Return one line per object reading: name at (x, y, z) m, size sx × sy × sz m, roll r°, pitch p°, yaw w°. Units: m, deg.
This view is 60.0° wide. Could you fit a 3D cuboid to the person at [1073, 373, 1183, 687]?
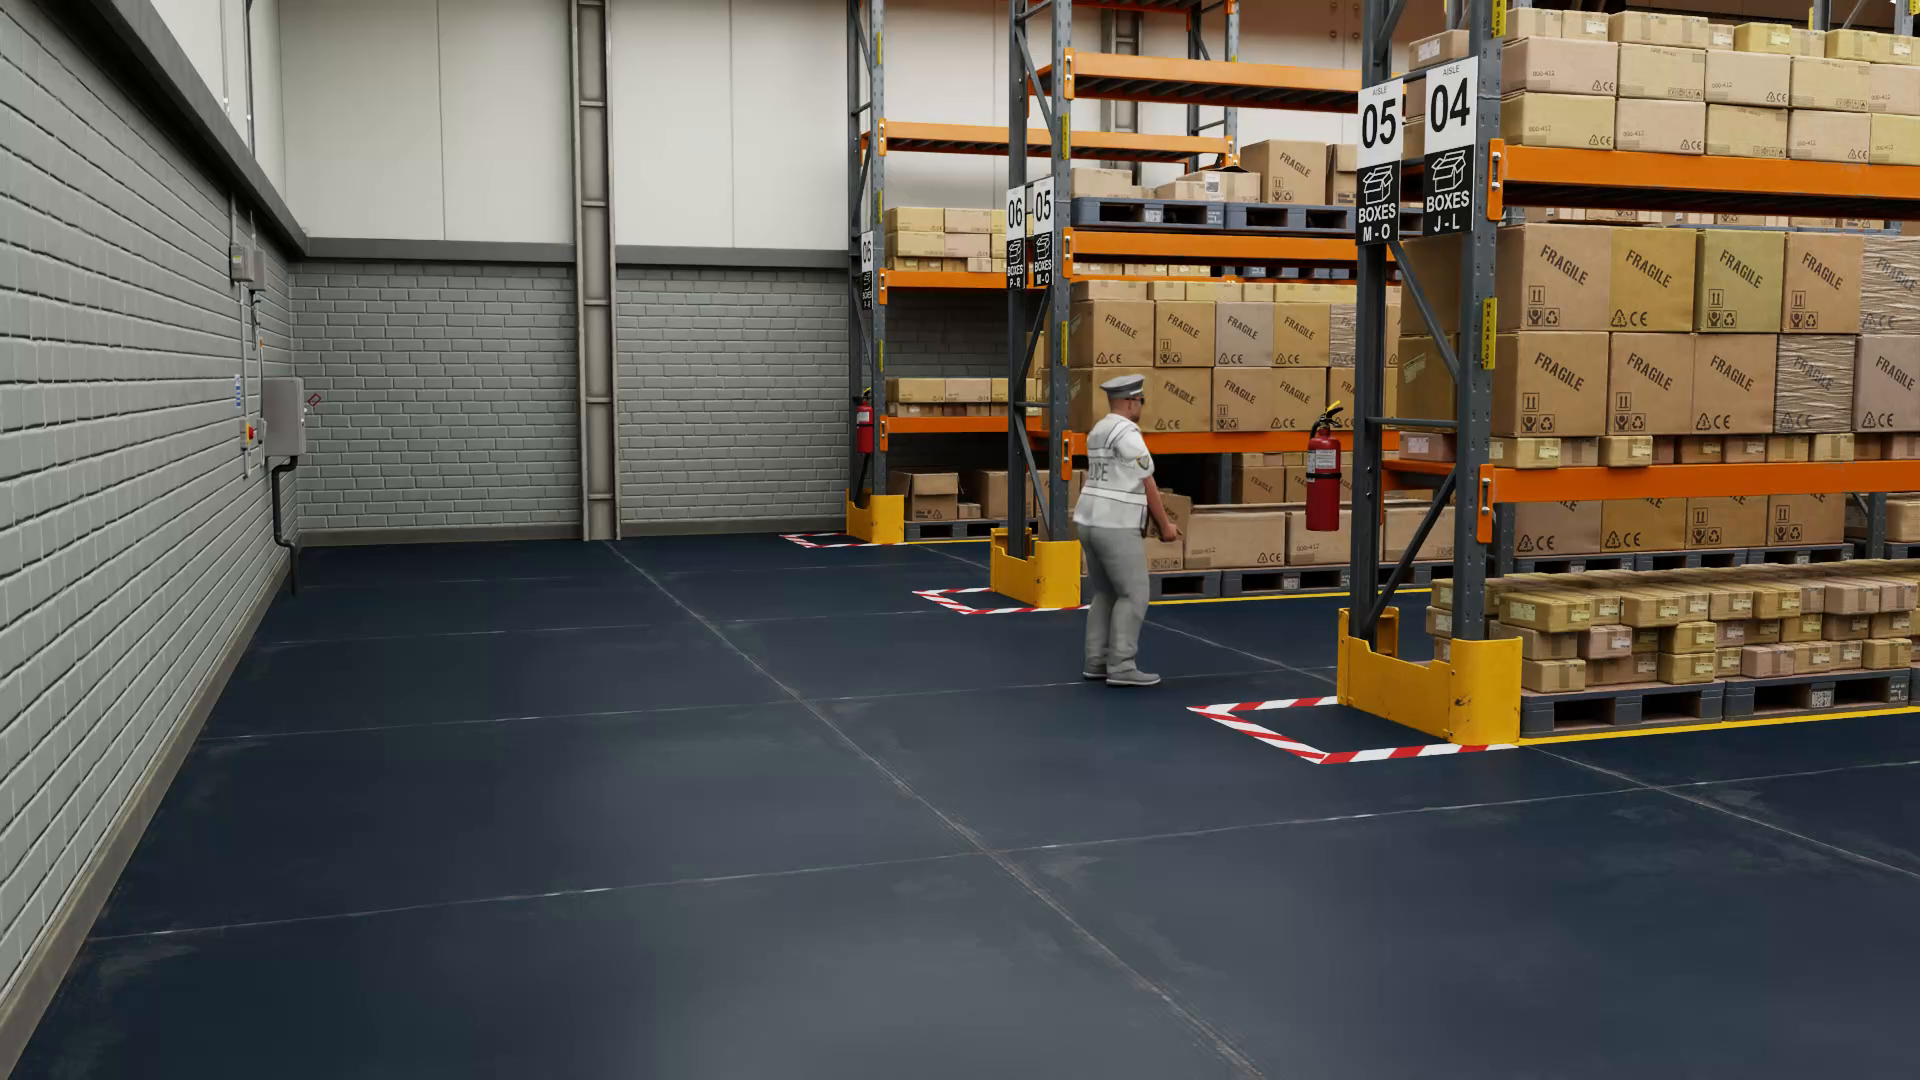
person at (0.939, -0.064, 9.440) m, size 0.581 × 1.759 × 0.489 m, roll -2°, pitch 6°, yaw -20°
